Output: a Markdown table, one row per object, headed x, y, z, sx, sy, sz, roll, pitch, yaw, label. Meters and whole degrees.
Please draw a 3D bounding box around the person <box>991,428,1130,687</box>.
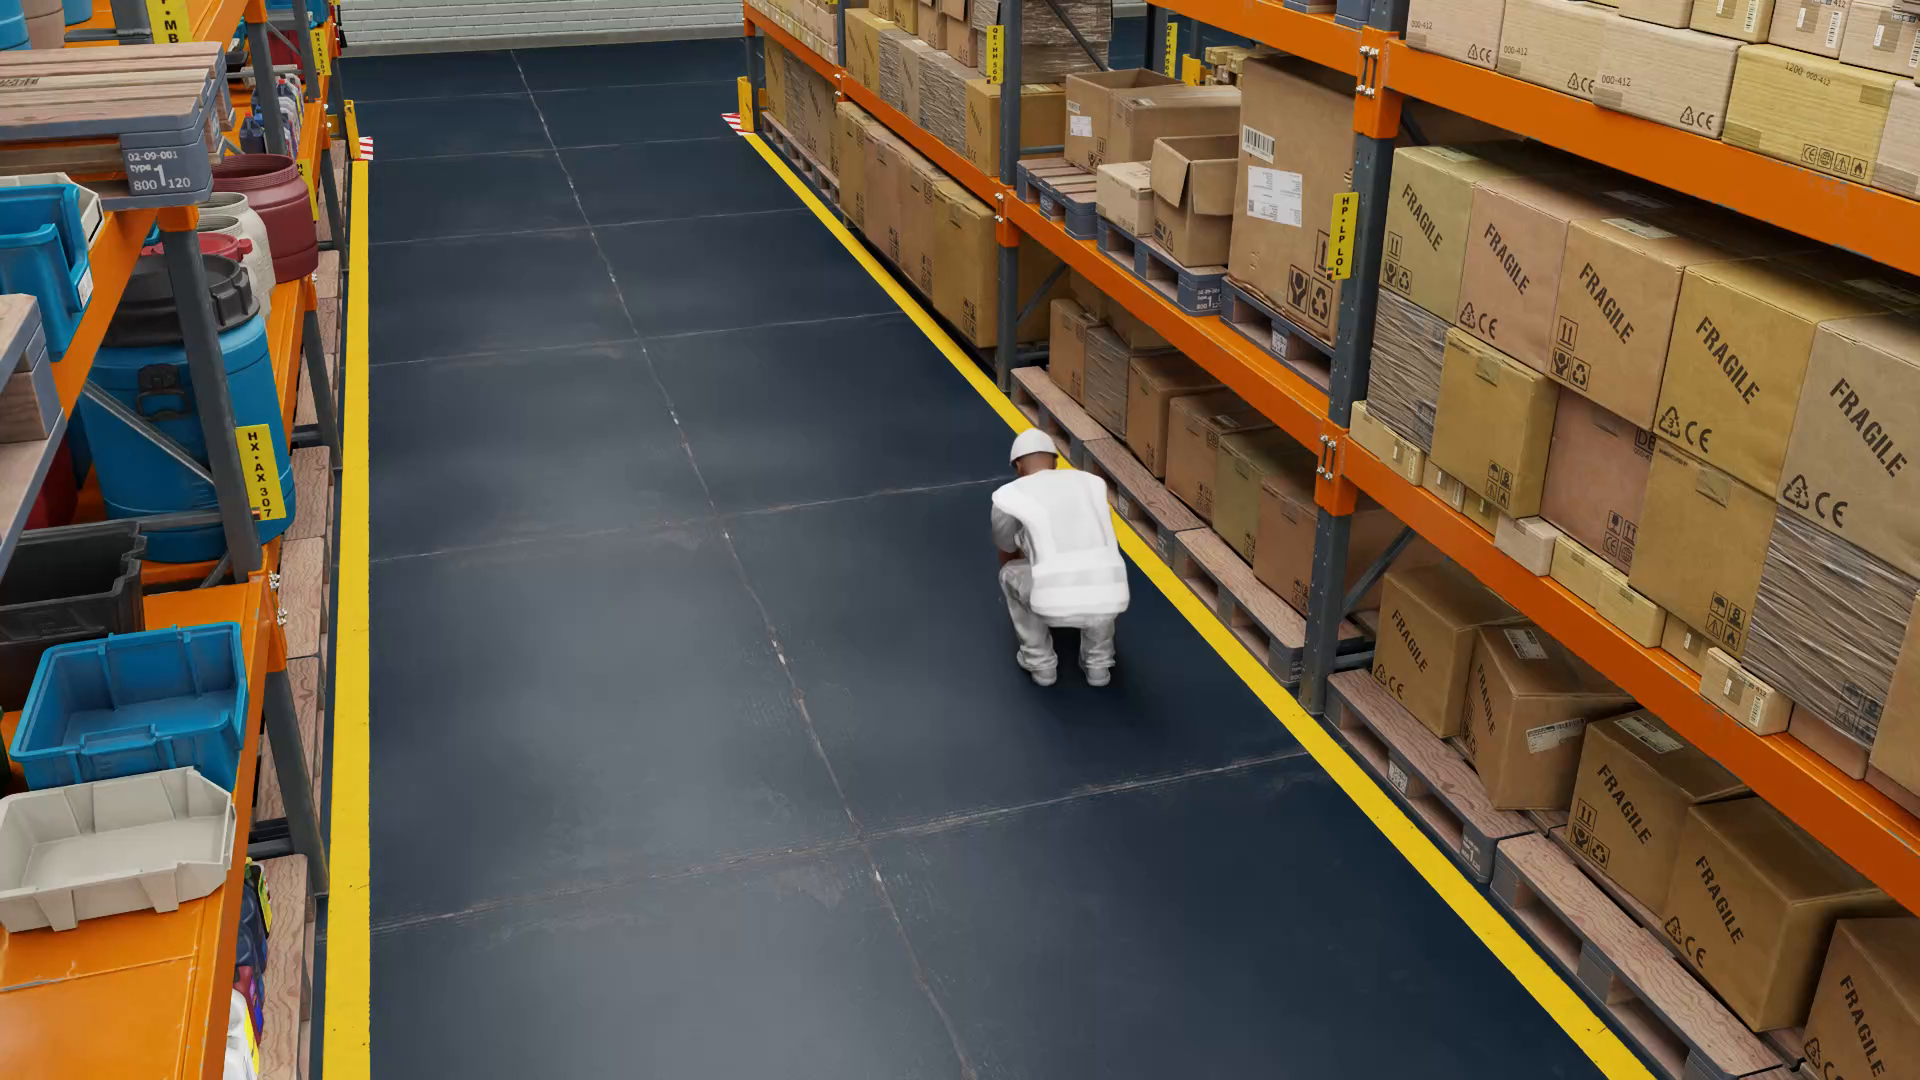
| x | y | z | sx | sy | sz | roll | pitch | yaw | label |
| --- | --- | --- | --- | --- | --- | --- | --- | --- | --- |
| 0.416 | 0.086 | 7.311 | 0.559 | 1.004 | 0.923 | -5 | 27 | -11 | person |
